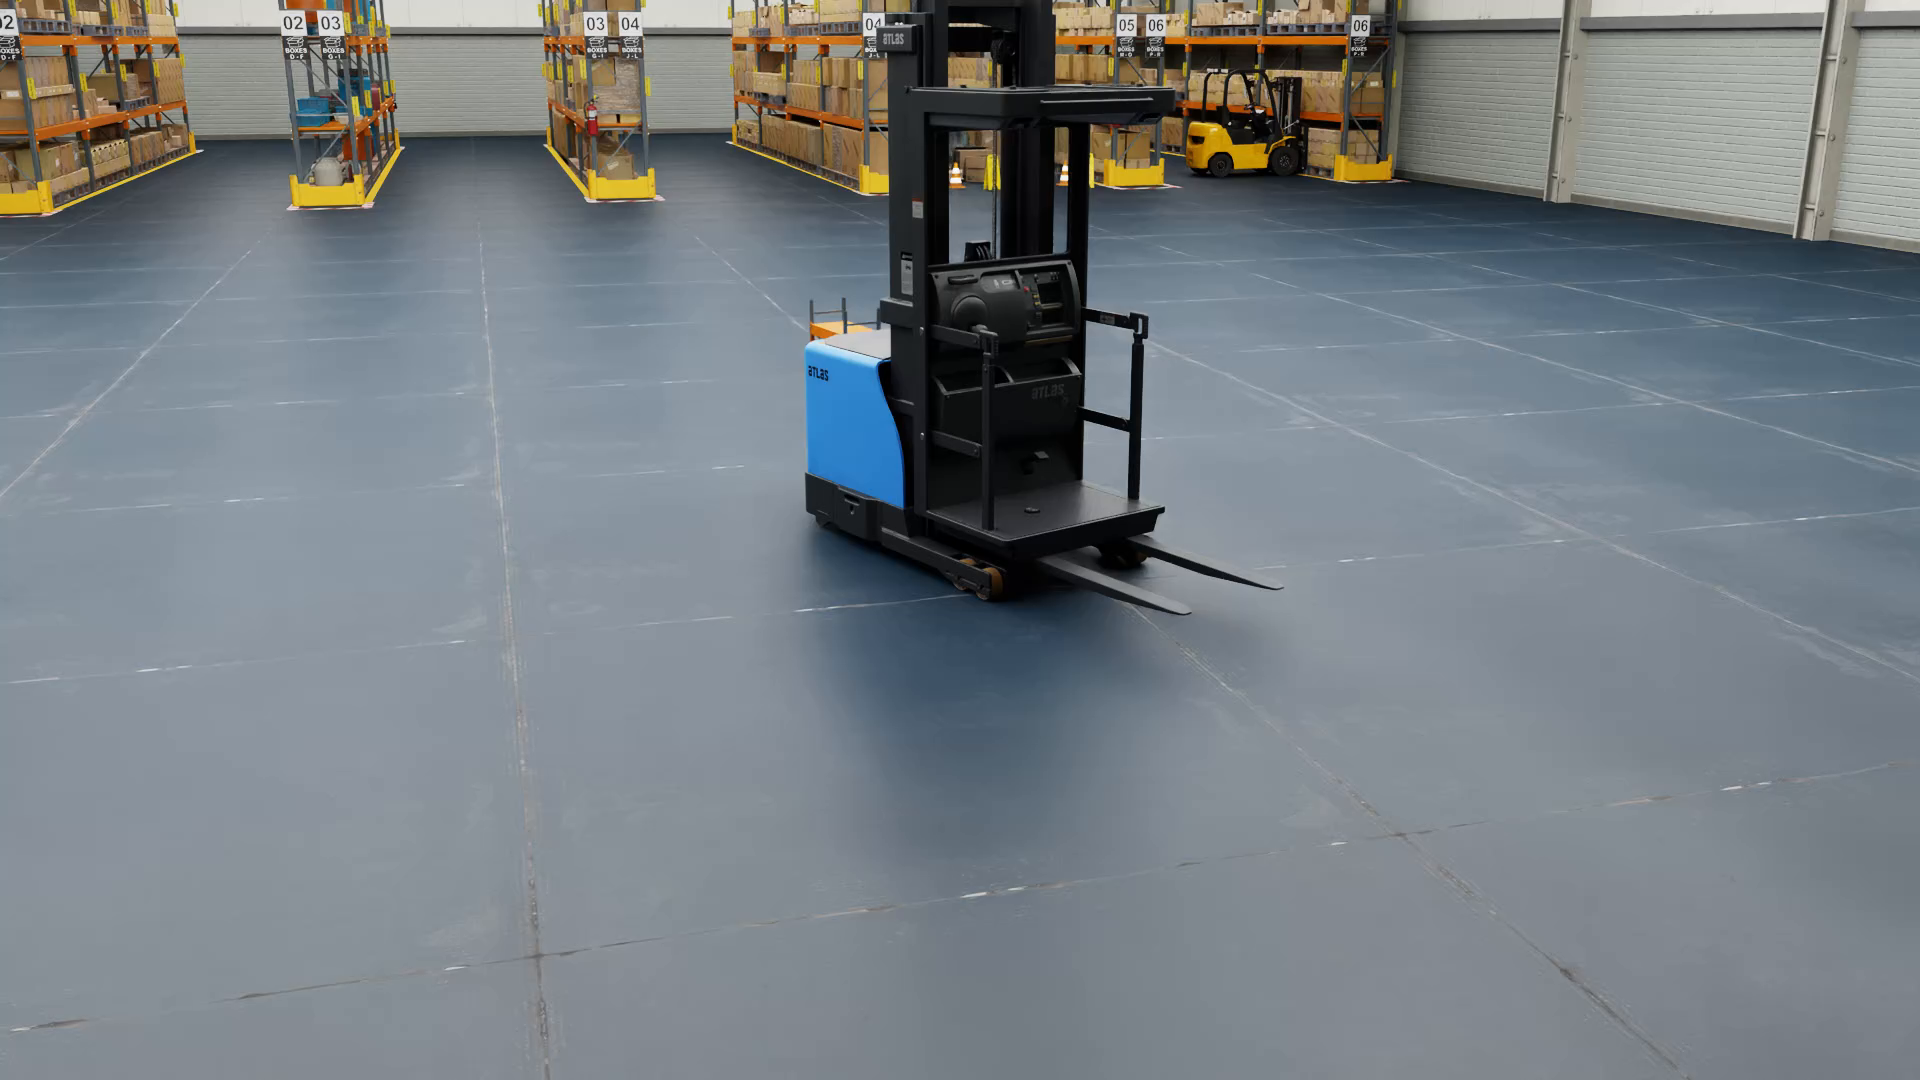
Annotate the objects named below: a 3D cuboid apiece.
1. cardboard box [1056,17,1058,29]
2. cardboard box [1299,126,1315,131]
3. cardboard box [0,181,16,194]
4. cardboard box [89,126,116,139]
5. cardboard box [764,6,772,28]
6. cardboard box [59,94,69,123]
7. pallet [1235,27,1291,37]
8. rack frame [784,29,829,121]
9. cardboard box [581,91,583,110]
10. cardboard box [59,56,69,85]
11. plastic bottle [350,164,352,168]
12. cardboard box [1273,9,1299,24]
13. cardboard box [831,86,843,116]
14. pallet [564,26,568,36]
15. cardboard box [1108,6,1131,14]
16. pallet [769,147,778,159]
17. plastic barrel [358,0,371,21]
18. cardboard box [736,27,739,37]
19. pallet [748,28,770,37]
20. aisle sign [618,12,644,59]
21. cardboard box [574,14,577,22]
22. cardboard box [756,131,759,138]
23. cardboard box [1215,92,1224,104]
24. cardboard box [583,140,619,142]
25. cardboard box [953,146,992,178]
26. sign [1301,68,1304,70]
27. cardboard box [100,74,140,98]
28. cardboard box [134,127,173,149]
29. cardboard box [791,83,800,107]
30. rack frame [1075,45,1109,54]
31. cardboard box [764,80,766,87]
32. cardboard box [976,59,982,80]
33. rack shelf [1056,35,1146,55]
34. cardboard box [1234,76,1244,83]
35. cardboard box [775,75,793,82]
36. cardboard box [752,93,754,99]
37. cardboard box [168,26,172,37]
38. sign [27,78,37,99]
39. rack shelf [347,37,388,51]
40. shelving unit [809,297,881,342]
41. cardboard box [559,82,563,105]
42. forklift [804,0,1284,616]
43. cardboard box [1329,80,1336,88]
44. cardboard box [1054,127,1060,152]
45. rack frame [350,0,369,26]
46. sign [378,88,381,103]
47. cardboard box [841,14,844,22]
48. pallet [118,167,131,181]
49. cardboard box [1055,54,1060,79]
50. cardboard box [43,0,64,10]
[{"bbox_3d":[2.194,-10.876,34.974,0.500,0.250,0.500,-5,17,-16],"label":"cardboard box"},{"bbox_3d":[7.355,-8.685,35.463,0.500,0.250,0.500,-5,17,-16],"label":"cardboard box"},{"bbox_3d":[-16.050,-5.849,27.759,0.500,0.250,0.500,-5,17,-15],"label":"cardboard box"},{"bbox_3d":[-18.319,-8.681,35.413,0.500,0.250,0.500,-4,17,-13],"label":"cardboard box"},{"bbox_3d":[-4.296,-12.555,39.911,0.797,0.503,0.637,-5,17,-16],"label":"cardboard box"},{"bbox_3d":[-16.439,-7.726,29.786,0.700,0.500,0.500,-5,17,-16],"label":"cardboard box"},{"bbox_3d":[6.853,-11.493,37.618,0.805,0.209,1.217,-5,18,-17],"label":"pallet"},{"bbox_3d":[-3.495,-10.199,38.191,1.000,3.000,0.127,-5,17,-15],"label":"rack frame"},{"bbox_3d":[-6.692,-8.376,31.432,0.875,0.500,0.500,-5,17,-15],"label":"cardboard box"},{"bbox_3d":[-16.590,-8.493,30.083,0.700,0.500,0.500,-5,17,-15],"label":"cardboard box"},{"bbox_3d":[-11.450,-6.933,31.277,0.061,0.283,0.133,-5,17,-15],"label":"plastic bottle"},{"bbox_3d":[7.102,-11.299,35.890,0.500,0.311,0.500,-4,17,-14],"label":"cardboard box"},{"bbox_3d":[-2.074,-8.754,33.121,0.875,0.550,0.550,-5,17,-15],"label":"cardboard box"},{"bbox_3d":[-7.547,-10.541,34.441,1.213,0.211,1.003,-5,17,-15],"label":"pallet"},{"bbox_3d":[3.059,-10.174,31.944,0.380,0.149,0.250,-5,17,-15],"label":"cardboard box"},{"bbox_3d":[-4.040,-9.417,40.434,1.003,0.211,1.213,-5,17,-15],"label":"pallet"},{"bbox_3d":[-13.537,-11.967,37.263,0.600,0.901,0.708,-5,17,-15],"label":"plastic barrel"},{"bbox_3d":[-5.675,-13.486,44.181,0.500,0.250,0.500,-4,17,-13],"label":"cardboard box"},{"bbox_3d":[-4.527,-12.473,40.873,1.213,0.211,1.003,-5,17,-15],"label":"pallet"},{"bbox_3d":[-5.787,-8.873,29.260,0.394,0.787,0.004,-5,17,-15],"label":"aisle sign"},{"bbox_3d":[-7.108,-9.880,31.482,0.380,0.149,0.250,-5,17,-16],"label":"cardboard box"},{"bbox_3d":[-4.986,-10.346,42.388,0.380,0.149,0.250,-4,17,-14],"label":"cardboard box"},{"bbox_3d":[6.318,-10.373,39.030,0.500,0.250,0.500,-4,17,-13],"label":"cardboard box"},{"bbox_3d":[-7.453,-8.047,34.607,0.700,0.500,0.500,-5,17,-16],"label":"cardboard box"},{"bbox_3d":[0.254,-7.818,34.370,0.797,0.637,0.503,-5,17,-15],"label":"cardboard box"},{"bbox_3d":[7.641,-10.402,37.225,0.100,0.325,0.005,-5,17,-15],"label":"sign"},{"bbox_3d":[-18.372,-9.924,36.373,0.700,0.500,0.500,-10,19,-29],"label":"cardboard box"},{"bbox_3d":[-19.438,-9.693,40.083,0.797,0.503,0.637,-5,17,-15],"label":"cardboard box"},{"bbox_3d":[-3.488,-9.961,37.225,0.500,0.500,0.500,-5,17,-16],"label":"cardboard box"},{"bbox_3d":[3.810,-13.225,48.264,1.000,3.000,0.127,-5,17,-15],"label":"rack frame"},{"bbox_3d":[-4.496,-10.951,39.884,0.380,0.149,0.250,-5,17,-16],"label":"cardboard box"},{"bbox_3d":[0.695,-11.409,40.306,0.500,0.500,0.500,-4,17,-14],"label":"cardboard box"},{"bbox_3d":[2.886,-10.051,33.734,1.077,0.370,4.000,-5,17,-15],"label":"rack shelf"},{"bbox_3d":[6.496,-10.545,38.041,0.380,0.149,0.250,-5,18,-17],"label":"cardboard box"},{"bbox_3d":[-4.070,-10.664,38.412,0.380,0.149,0.250,-5,18,-17],"label":"cardboard box"},{"bbox_3d":[-5.073,-11.308,42.320,0.380,0.149,0.250,-5,17,-17],"label":"cardboard box"},{"bbox_3d":[-19.494,-12.370,40.465,0.500,0.250,0.500,-5,17,-15],"label":"cardboard box"},{"bbox_3d":[-15.083,-7.334,27.013,0.100,0.325,0.005,-5,17,-15],"label":"sign"},{"bbox_3d":[-14.702,-12.195,40.872,1.077,0.370,4.000,-5,17,-15],"label":"rack shelf"},{"bbox_3d":[-0.696,-0.844,10.178,0.258,1.200,0.503,-9,19,-27],"label":"shelving unit"},{"bbox_3d":[-8.942,-10.281,38.291,0.500,0.500,0.500,-5,18,-17],"label":"cardboard box"},{"bbox_3d":[0.377,-1.258,8.546,1.130,2.935,3.031,-12,21,-35],"label":"forklift"},{"bbox_3d":[7.744,-9.299,33.895,0.380,0.149,0.250,-4,17,-14],"label":"cardboard box"},{"bbox_3d":[2.239,-8.571,35.516,0.500,0.500,0.500,-4,17,-13],"label":"cardboard box"},{"bbox_3d":[-13.054,-12.316,34.812,1.000,3.000,0.127,-5,17,-15],"label":"rack frame"},{"bbox_3d":[-12.527,-9.567,35.803,0.100,0.325,0.005,-5,17,-15],"label":"sign"},{"bbox_3d":[-2.062,-9.968,31.741,0.380,0.149,0.250,-5,17,-15],"label":"cardboard box"},{"bbox_3d":[-17.628,-7.486,34.008,1.003,0.211,1.213,-5,17,-15],"label":"pallet"},{"bbox_3d":[2.368,-9.899,34.764,0.700,0.500,0.500,-5,17,-15],"label":"cardboard box"},{"bbox_3d":[-16.850,-10.045,30.691,0.500,0.500,0.500,-4,17,-15],"label":"cardboard box"}]
